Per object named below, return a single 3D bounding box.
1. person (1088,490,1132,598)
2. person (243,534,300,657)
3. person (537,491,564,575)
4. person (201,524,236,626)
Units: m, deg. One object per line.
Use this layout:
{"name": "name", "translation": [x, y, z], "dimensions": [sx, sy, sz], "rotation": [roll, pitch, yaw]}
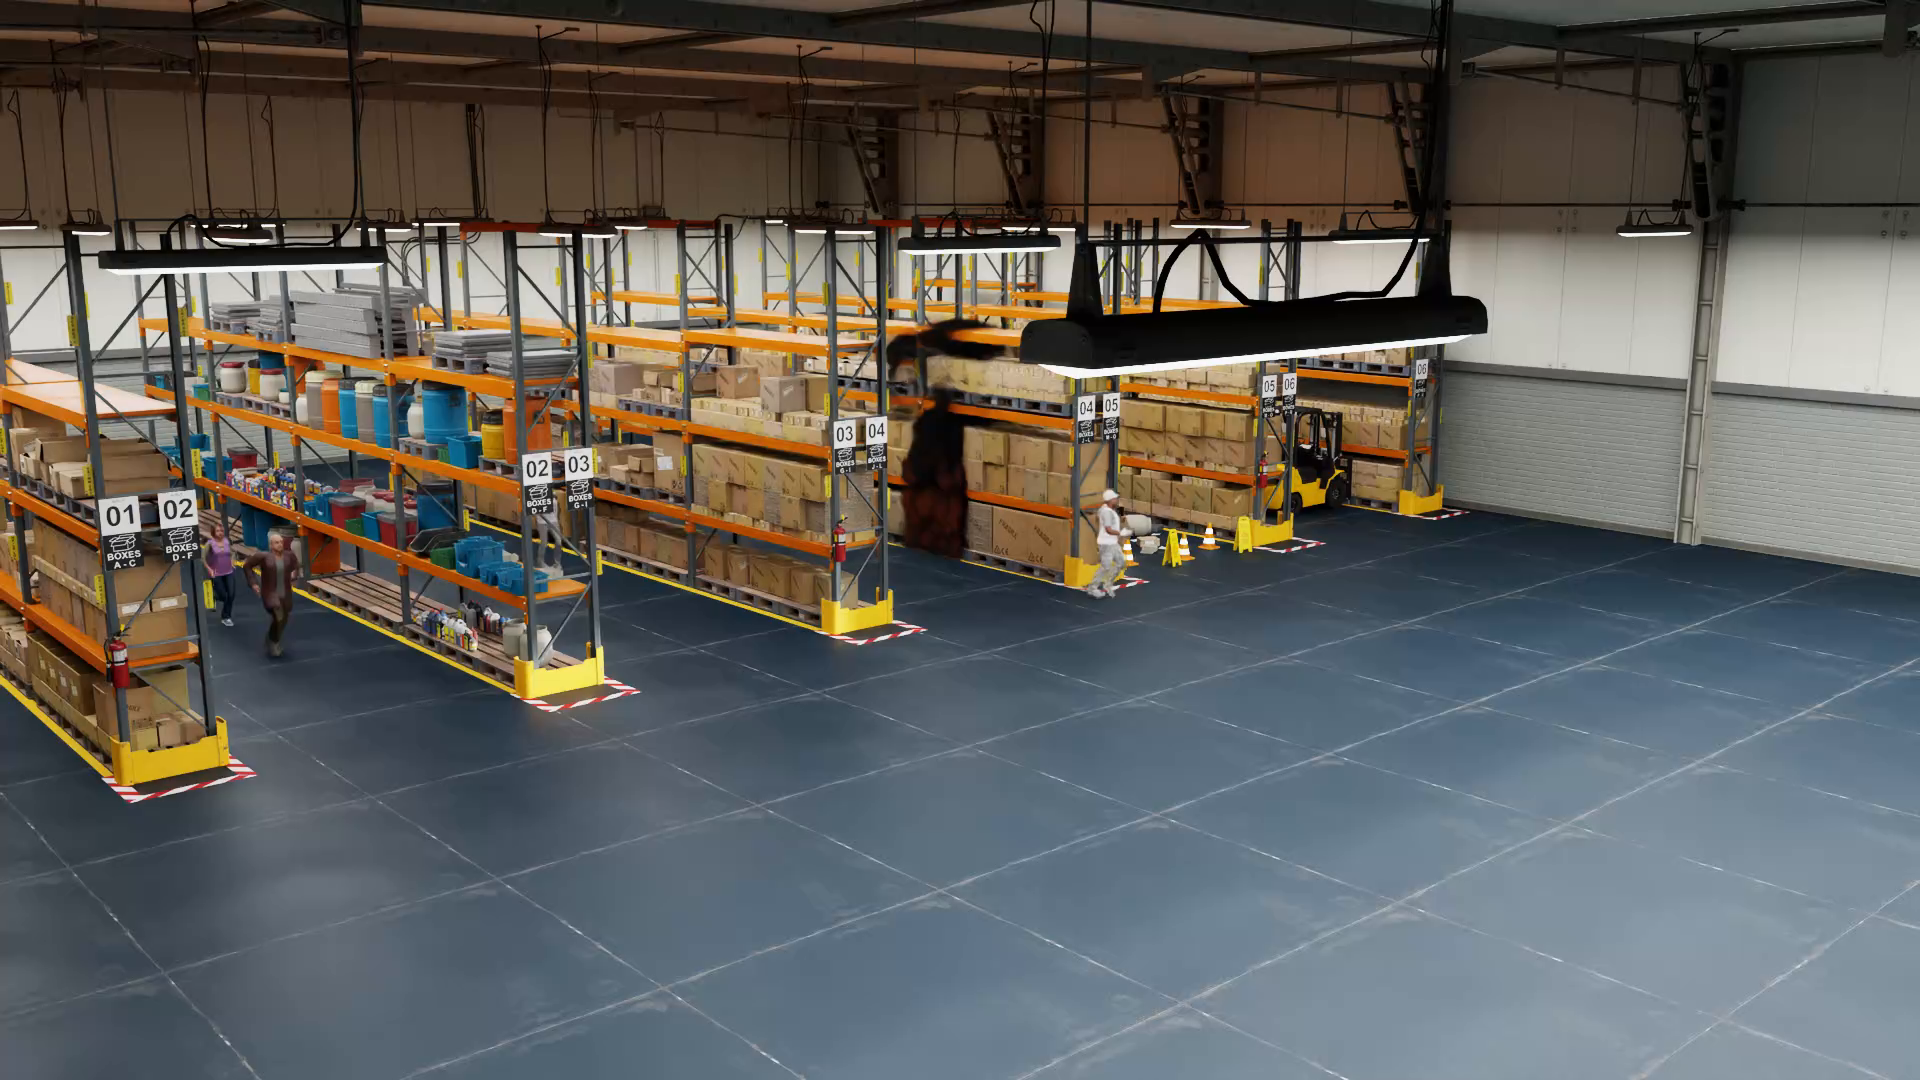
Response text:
{"name": "person", "translation": [2.450, 0.085, 27.024], "dimensions": [0.717, 1.823, 0.709], "rotation": [2, 12, 11]}
{"name": "person", "translation": [-9.671, 0.786, 23.543], "dimensions": [0.799, 1.763, 0.691], "rotation": [10, 15, 40]}
{"name": "person", "translation": [-7.165, -0.255, 28.899], "dimensions": [0.594, 1.753, 0.753], "rotation": [-9, 14, -38]}
{"name": "person", "translation": [-11.313, 0.520, 25.421], "dimensions": [0.576, 1.563, 0.536], "rotation": [10, 15, 41]}
